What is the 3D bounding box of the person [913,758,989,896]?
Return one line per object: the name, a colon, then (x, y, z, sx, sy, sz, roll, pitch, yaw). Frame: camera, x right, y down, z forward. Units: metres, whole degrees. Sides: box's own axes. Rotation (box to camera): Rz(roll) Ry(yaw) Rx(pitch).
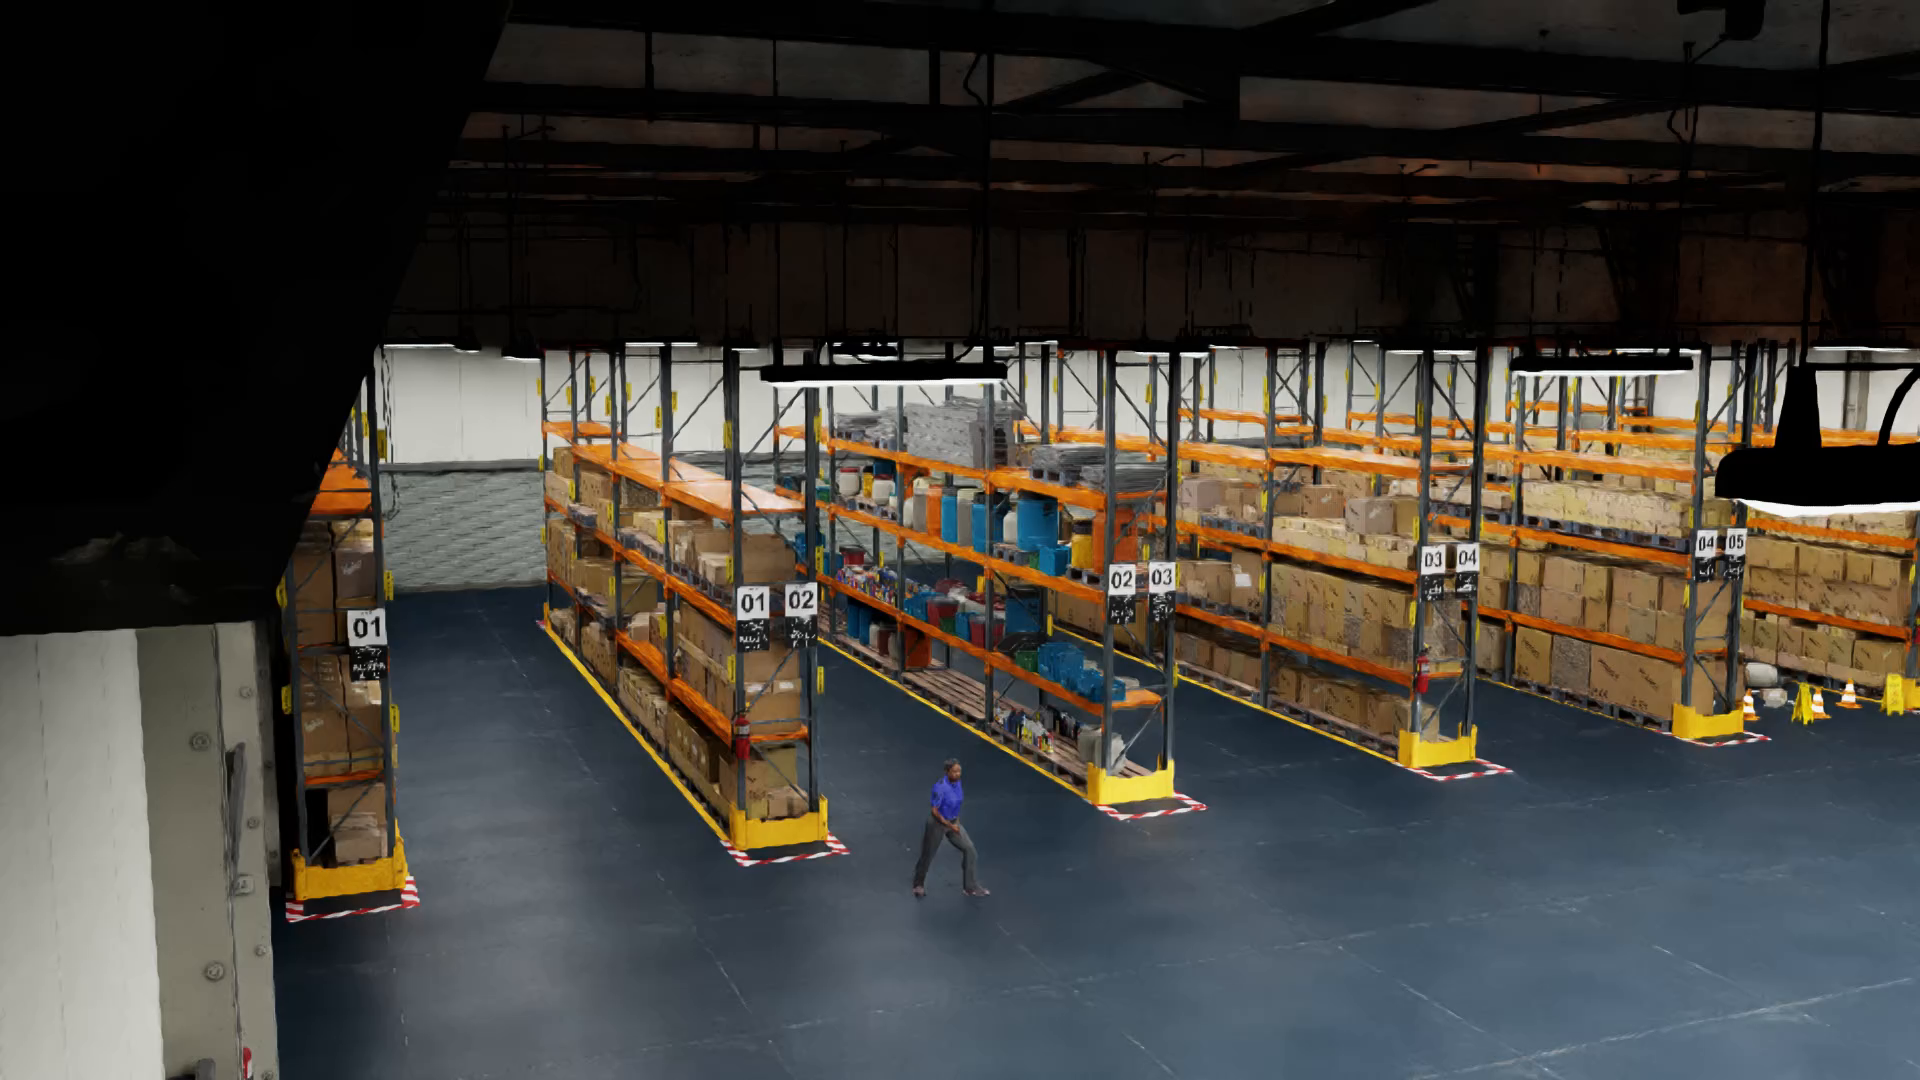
person: (-0.146, 3.158, 18.374, 0.624, 1.599, 0.776, -7, 10, -41)
